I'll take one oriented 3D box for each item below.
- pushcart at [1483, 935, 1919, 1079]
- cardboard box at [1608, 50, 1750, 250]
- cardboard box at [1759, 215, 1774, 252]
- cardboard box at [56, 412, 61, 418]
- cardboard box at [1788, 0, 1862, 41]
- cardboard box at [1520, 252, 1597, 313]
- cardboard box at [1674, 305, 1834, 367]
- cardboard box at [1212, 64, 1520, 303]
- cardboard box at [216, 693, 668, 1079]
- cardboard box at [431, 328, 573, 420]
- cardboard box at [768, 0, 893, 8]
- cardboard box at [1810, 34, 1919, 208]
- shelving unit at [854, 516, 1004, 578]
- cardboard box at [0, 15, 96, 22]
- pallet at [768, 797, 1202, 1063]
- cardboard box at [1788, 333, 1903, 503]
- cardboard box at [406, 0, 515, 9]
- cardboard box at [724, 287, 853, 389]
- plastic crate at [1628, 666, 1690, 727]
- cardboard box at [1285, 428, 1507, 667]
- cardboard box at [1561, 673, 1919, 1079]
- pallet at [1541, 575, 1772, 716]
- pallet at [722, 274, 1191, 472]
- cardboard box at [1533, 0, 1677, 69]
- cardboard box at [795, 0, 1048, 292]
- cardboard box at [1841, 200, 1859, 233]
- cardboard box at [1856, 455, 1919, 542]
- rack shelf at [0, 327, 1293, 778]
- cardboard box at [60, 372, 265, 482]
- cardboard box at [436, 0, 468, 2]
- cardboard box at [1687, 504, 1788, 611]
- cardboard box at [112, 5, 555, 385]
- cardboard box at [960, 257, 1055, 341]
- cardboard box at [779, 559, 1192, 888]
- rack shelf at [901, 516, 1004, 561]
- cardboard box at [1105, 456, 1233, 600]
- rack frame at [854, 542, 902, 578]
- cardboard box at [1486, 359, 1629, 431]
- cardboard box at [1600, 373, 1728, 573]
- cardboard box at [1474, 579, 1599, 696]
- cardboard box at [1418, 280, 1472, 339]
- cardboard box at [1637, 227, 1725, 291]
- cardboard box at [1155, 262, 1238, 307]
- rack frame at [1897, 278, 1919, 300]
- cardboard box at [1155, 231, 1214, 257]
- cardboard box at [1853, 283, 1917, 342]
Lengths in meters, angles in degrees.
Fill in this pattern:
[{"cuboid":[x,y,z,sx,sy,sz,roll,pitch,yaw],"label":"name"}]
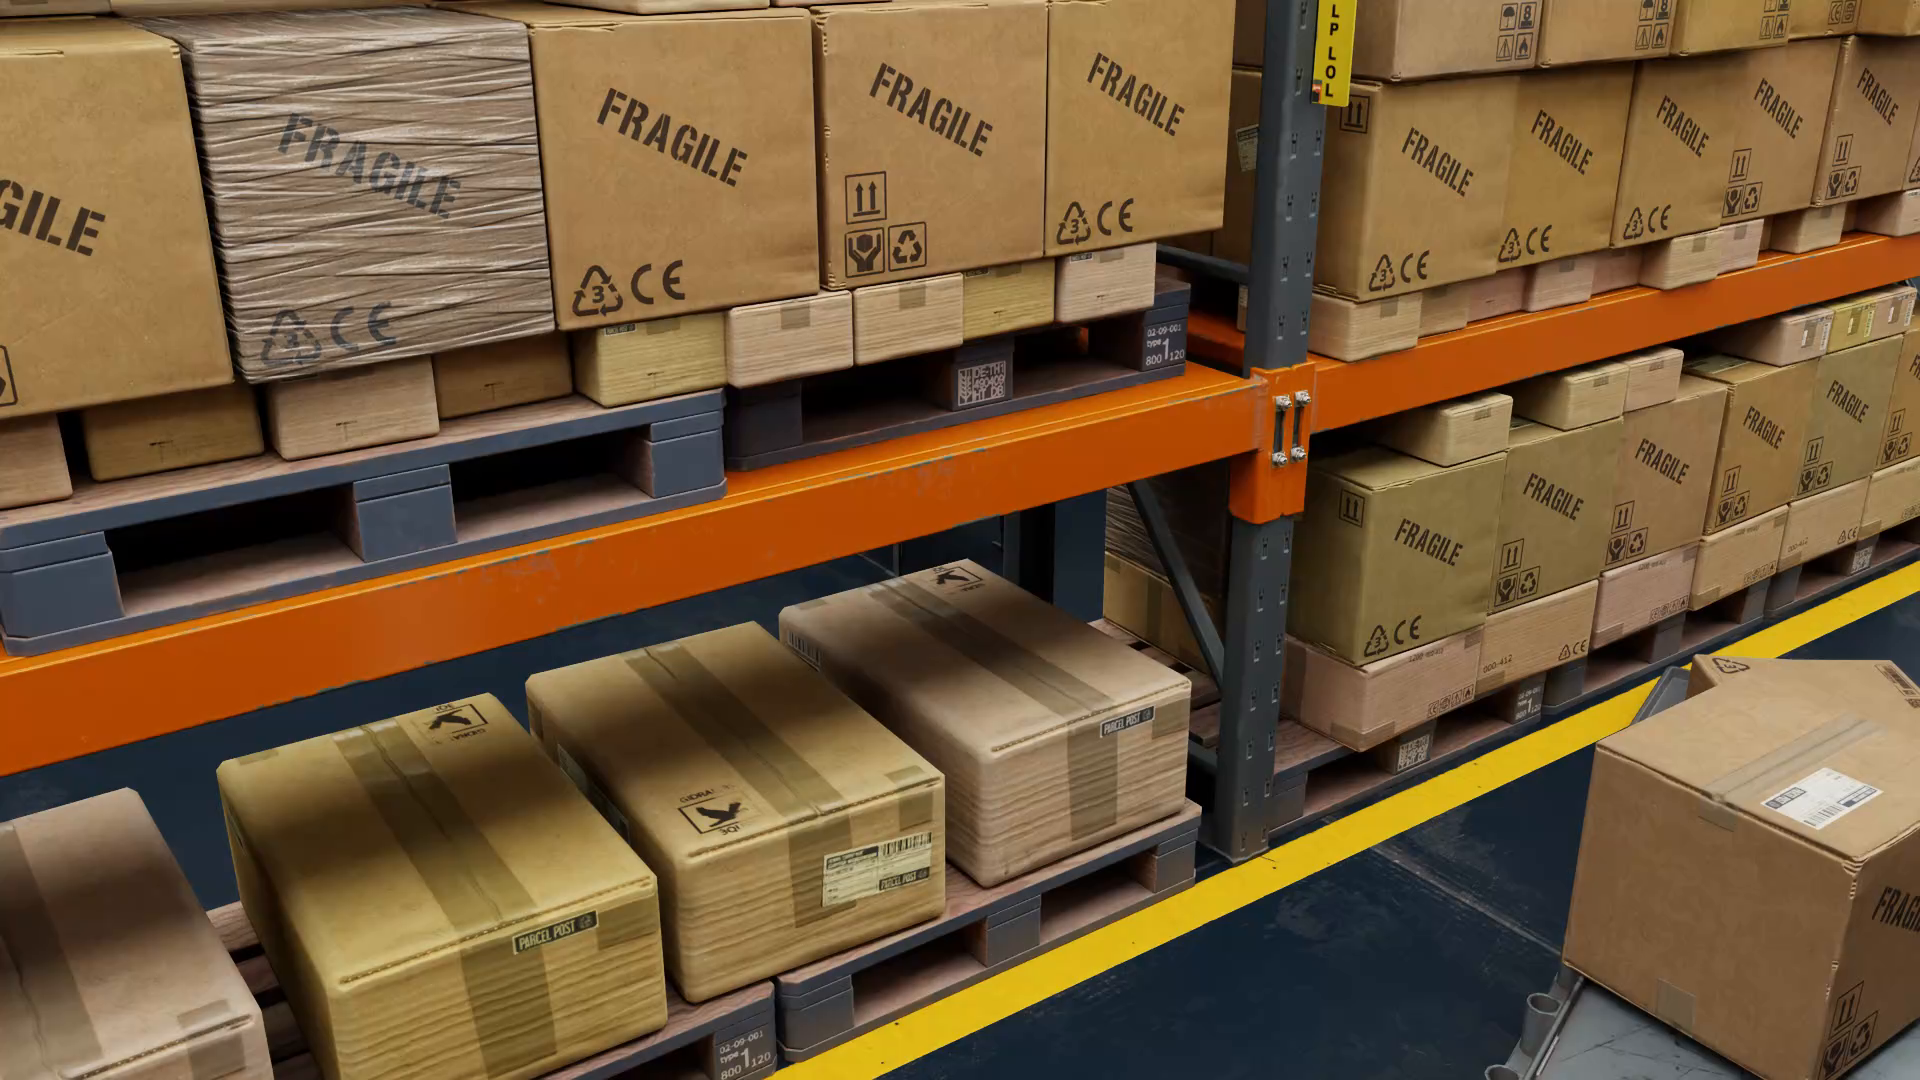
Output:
[{"cuboid":[1.837,1.180,2.930,1.648,0.377,0.936,14,26,32],"label":"pushcart"},{"cuboid":[1.794,-1.129,4.643,0.500,0.500,0.500,-15,26,-33],"label":"cardboard box"},{"cuboid":[2.281,-0.992,5.173,0.250,0.149,0.380,-15,26,-33],"label":"cardboard box"},{"cuboid":[-1.598,-0.347,2.992,0.250,0.149,0.380,-15,26,-32],"label":"cardboard box"},{"cuboid":[2.170,-1.737,4.816,0.500,0.500,0.700,-15,26,-33],"label":"cardboard box"},{"cuboid":[1.502,-0.748,4.562,0.250,0.149,0.380,-14,26,-31],"label":"cardboard box"},{"cuboid":[2.534,-0.685,5.322,0.250,0.149,0.380,-14,26,-31],"label":"cardboard box"},{"cuboid":[0.985,-0.909,4.091,0.500,0.500,0.500,-15,26,-33],"label":"cardboard box"},{"cuboid":[-1.104,0.734,3.488,0.625,0.372,0.950,-14,26,-31],"label":"cardboard box"},{"cuboid":[-0.902,-0.354,3.009,0.250,0.149,0.380,-16,27,-35],"label":"cardboard box"},{"cuboid":[-0.330,-1.073,3.060,0.250,0.149,0.380,-16,27,-34],"label":"cardboard box"},{"cuboid":[2.615,-1.349,5.193,0.500,0.500,0.500,-15,26,-33],"label":"cardboard box"},{"cuboid":[-0.134,-0.939,5.917,0.503,2.100,0.431,-15,26,-33],"label":"shelving unit"},{"cuboid":[-1.753,-0.634,2.834,0.500,0.500,0.500,-17,27,-36],"label":"cardboard box"},{"cuboid":[-0.166,0.751,4.229,1.213,0.211,1.003,-15,26,-33],"label":"pallet"},{"cuboid":[2.792,-0.479,5.681,0.500,0.500,0.500,-14,26,-31],"label":"cardboard box"},{"cuboid":[-0.899,-0.866,3.416,0.500,0.500,0.500,-15,26,-33],"label":"cardboard box"},{"cuboid":[-0.409,-0.422,3.180,0.250,0.149,0.380,-15,26,-32],"label":"cardboard box"},{"cuboid":[2.218,0.550,4.910,0.402,0.080,0.583,14,26,32],"label":"plastic crate"},{"cuboid":[1.102,-0.026,4.545,0.500,0.500,0.500,-14,25,-30],"label":"cardboard box"},{"cuboid":[1.529,0.625,3.133,0.500,0.500,0.500,-15,26,-33],"label":"cardboard box"},{"cuboid":[1.981,0.161,5.709,1.213,0.211,1.003,-15,26,-33],"label":"pallet"},{"cuboid":[-0.240,-0.502,3.866,1.213,0.211,1.003,-15,26,-33],"label":"pallet"},{"cuboid":[1.376,-1.496,4.213,0.500,0.500,0.700,-15,26,-33],"label":"cardboard box"},{"cuboid":[-0.178,-0.816,3.291,0.500,0.500,0.500,-15,26,-33],"label":"cardboard box"},{"cuboid":[2.691,-1.102,5.449,0.250,0.149,0.380,-15,26,-32],"label":"cardboard box"},{"cuboid":[3.194,-0.236,6.083,0.500,0.250,0.500,-15,26,-33],"label":"cardboard box"},{"cuboid":[-1.158,0.054,3.184,4.000,0.370,1.077,-15,26,-33],"label":"rack shelf"},{"cuboid":[-1.319,-0.238,2.718,0.250,0.149,0.380,-14,26,-31],"label":"cardboard box"},{"cuboid":[-0.945,-1.132,3.209,0.250,0.149,0.380,-13,25,-30],"label":"cardboard box"},{"cuboid":[2.366,-0.016,5.533,0.500,0.250,0.500,-16,27,-35],"label":"cardboard box"},{"cuboid":[-1.025,-0.592,2.731,0.500,0.500,0.500,-16,27,-35],"label":"cardboard box"},{"cuboid":[-0.016,-0.545,3.487,0.250,0.149,0.380,-16,27,-34],"label":"cardboard box"},{"cuboid":[0.041,0.427,4.259,0.625,0.372,0.950,-15,26,-32],"label":"cardboard box"},{"cuboid":[-0.134,-0.277,6.182,0.480,0.518,0.431,-15,26,-33],"label":"rack shelf"},{"cuboid":[0.789,-0.188,4.952,0.500,0.500,0.500,-15,26,-34],"label":"cardboard box"},{"cuboid":[-0.332,-0.887,5.785,0.015,2.100,0.400,-15,26,-33],"label":"rack frame"},{"cuboid":[1.654,-0.448,4.727,0.250,0.149,0.380,-14,26,-31],"label":"cardboard box"},{"cuboid":[1.951,-0.257,5.124,0.500,0.500,0.500,-13,25,-30],"label":"cardboard box"},{"cuboid":[1.528,0.204,4.982,0.500,0.250,0.500,-13,25,-30],"label":"cardboard box"},{"cuboid":[1.083,-0.638,4.287,0.250,0.149,0.380,-14,26,-31],"label":"cardboard box"},{"cuboid":[1.952,-0.842,4.798,0.250,0.149,0.380,-15,26,-33],"label":"cardboard box"},{"cuboid":[0.548,-0.758,4.586,0.250,0.149,0.380,-15,26,-33],"label":"cardboard box"},{"cuboid":[3.712,-1.579,6.305,0.127,3.000,1.000,-15,26,-33],"label":"rack frame"},{"cuboid":[0.681,-1.069,4.491,0.500,0.500,0.500,-16,27,-34],"label":"cardboard box"},{"cuboid":[2.955,-0.795,5.597,0.250,0.149,0.380,-14,26,-31],"label":"cardboard box"}]
